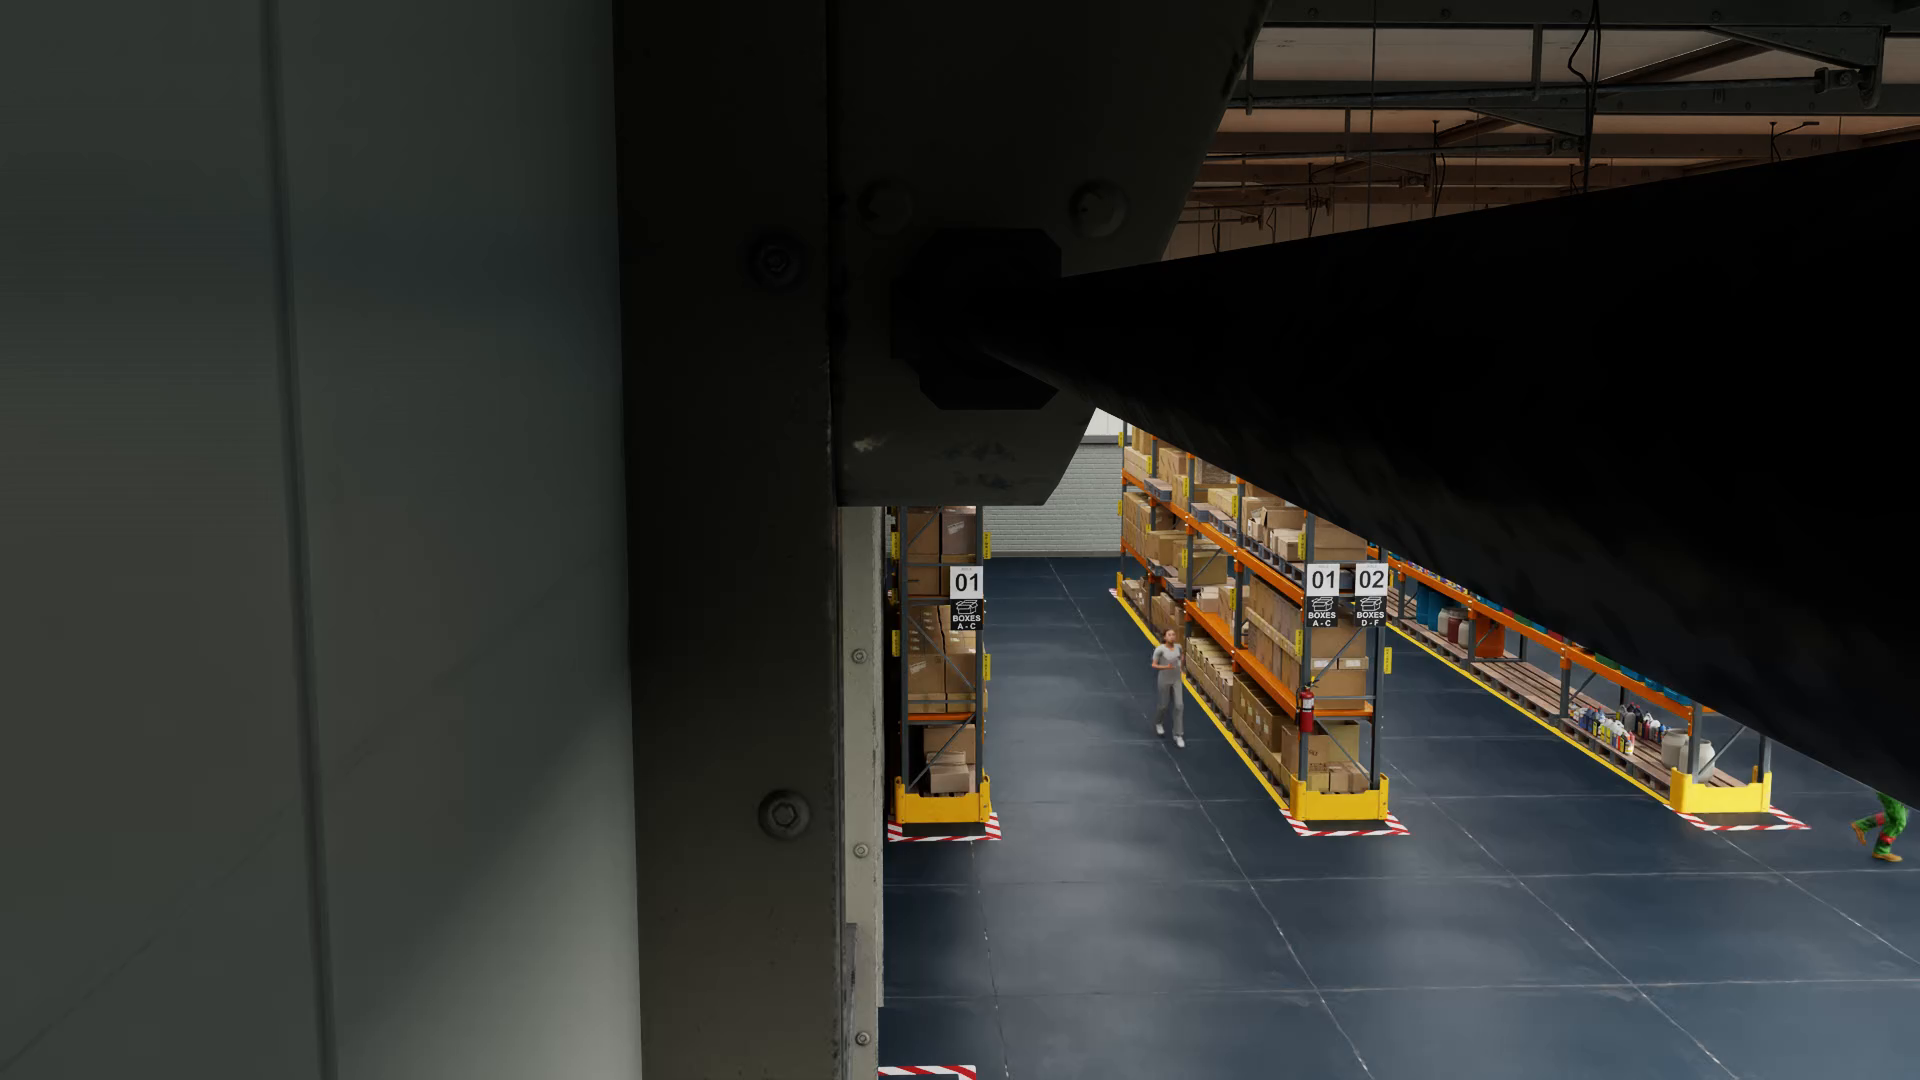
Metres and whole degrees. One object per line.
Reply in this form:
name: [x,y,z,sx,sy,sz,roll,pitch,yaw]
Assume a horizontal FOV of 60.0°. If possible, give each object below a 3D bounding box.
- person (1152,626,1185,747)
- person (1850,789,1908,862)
person: [3.032,2.091,24.200,0.541,1.688,0.904,-2,8,-13]
person: [10.530,2.824,18.979,0.572,1.737,0.682,4,9,26]
